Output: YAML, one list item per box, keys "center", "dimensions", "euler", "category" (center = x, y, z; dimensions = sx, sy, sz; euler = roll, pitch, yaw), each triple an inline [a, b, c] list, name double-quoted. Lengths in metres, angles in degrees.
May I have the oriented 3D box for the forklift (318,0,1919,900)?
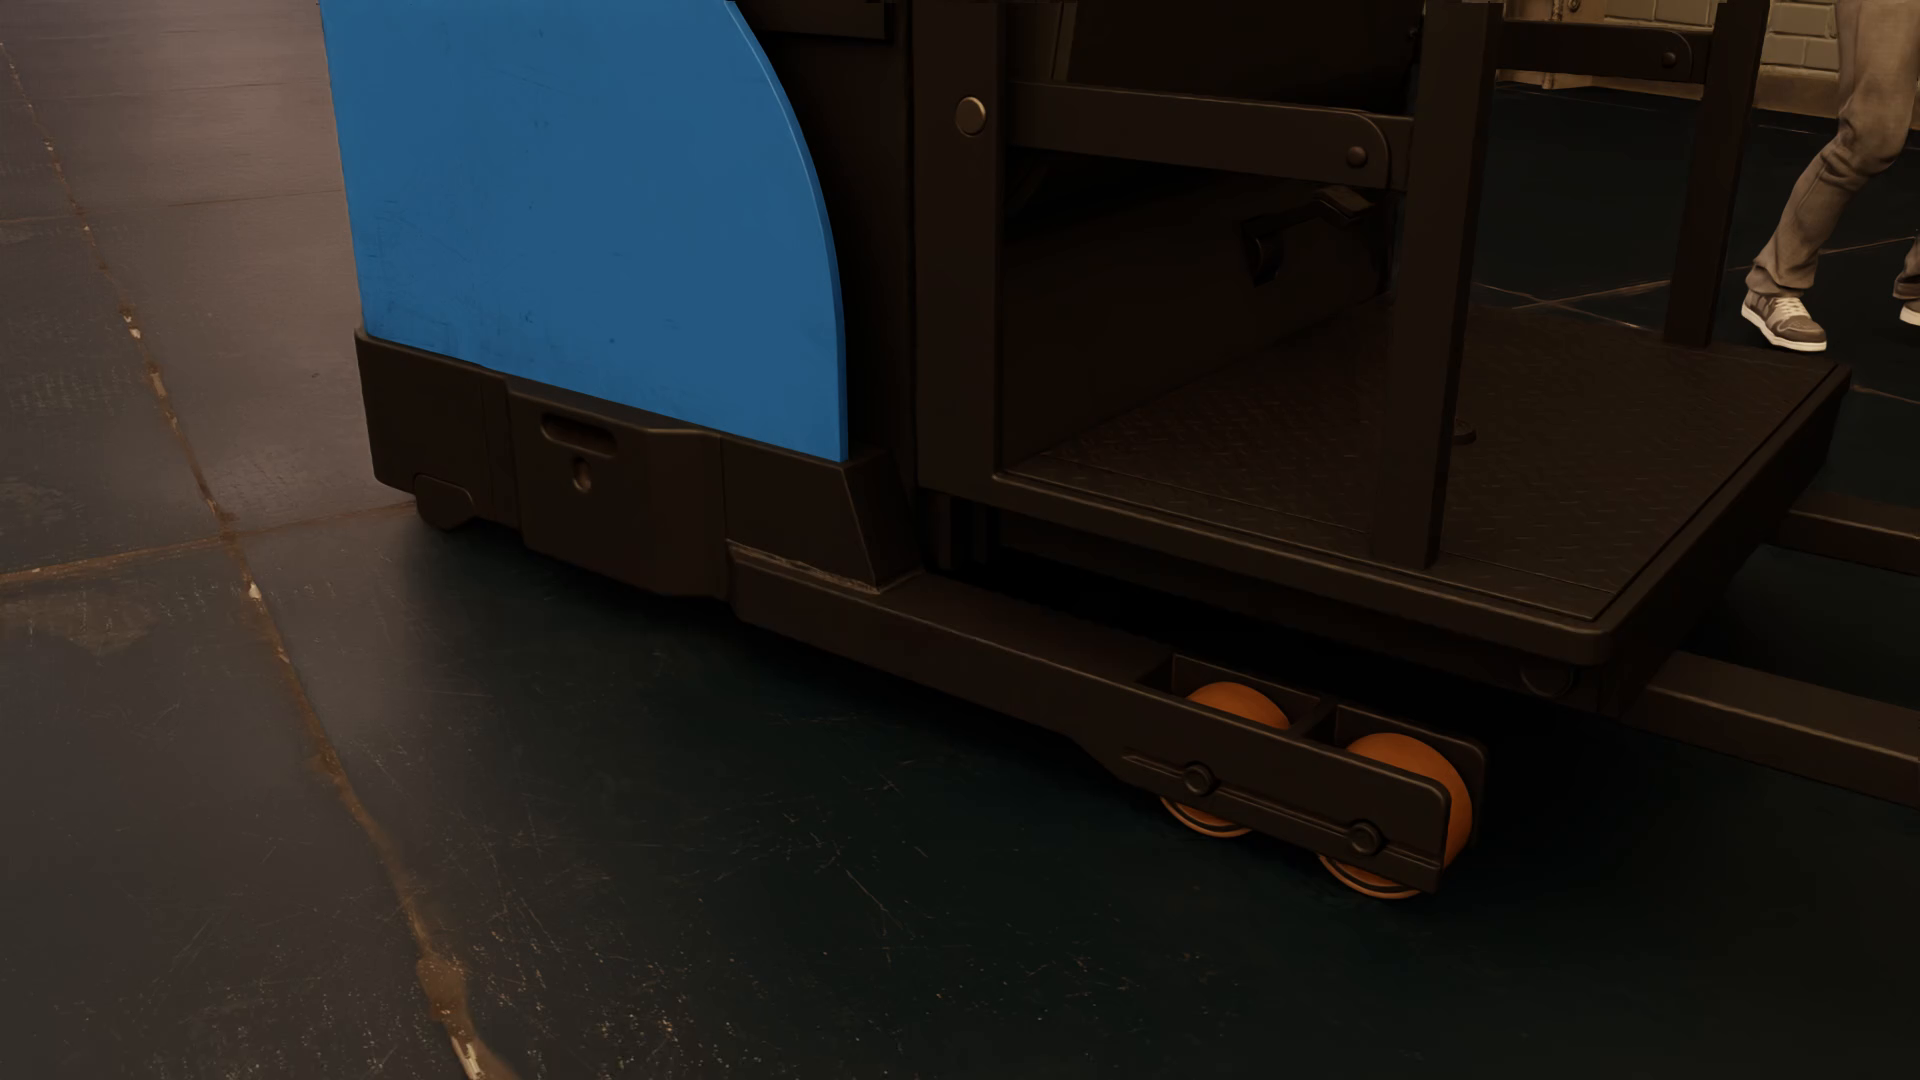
- center: [0.523, -1.213, 1.729]
  dimensions: [3.031, 2.935, 1.130]
  euler: [16, 27, 34]
  category: "forklift"

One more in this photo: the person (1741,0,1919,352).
- center: [1.939, -1.151, 3.323]
  dimensions: [0.729, 1.562, 0.397]
  euler: [-5, 23, -12]
  category: "person"
